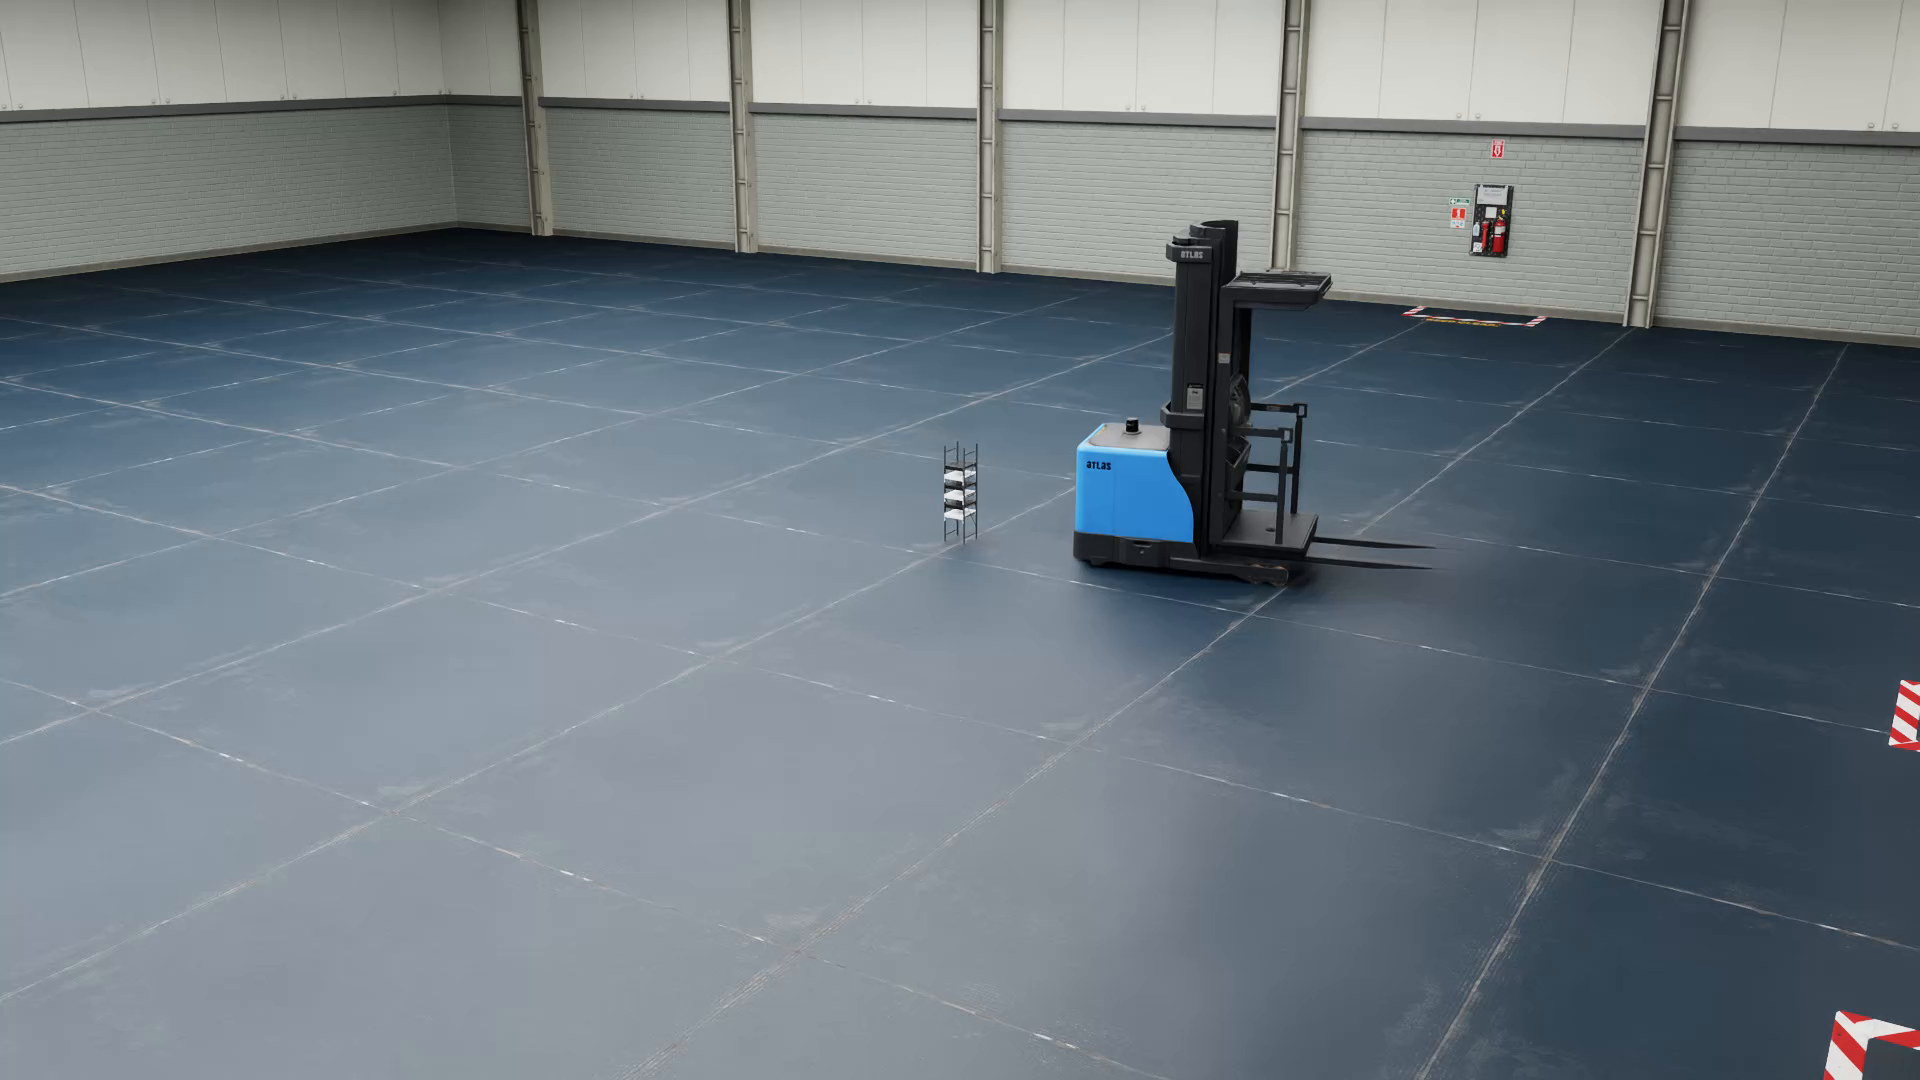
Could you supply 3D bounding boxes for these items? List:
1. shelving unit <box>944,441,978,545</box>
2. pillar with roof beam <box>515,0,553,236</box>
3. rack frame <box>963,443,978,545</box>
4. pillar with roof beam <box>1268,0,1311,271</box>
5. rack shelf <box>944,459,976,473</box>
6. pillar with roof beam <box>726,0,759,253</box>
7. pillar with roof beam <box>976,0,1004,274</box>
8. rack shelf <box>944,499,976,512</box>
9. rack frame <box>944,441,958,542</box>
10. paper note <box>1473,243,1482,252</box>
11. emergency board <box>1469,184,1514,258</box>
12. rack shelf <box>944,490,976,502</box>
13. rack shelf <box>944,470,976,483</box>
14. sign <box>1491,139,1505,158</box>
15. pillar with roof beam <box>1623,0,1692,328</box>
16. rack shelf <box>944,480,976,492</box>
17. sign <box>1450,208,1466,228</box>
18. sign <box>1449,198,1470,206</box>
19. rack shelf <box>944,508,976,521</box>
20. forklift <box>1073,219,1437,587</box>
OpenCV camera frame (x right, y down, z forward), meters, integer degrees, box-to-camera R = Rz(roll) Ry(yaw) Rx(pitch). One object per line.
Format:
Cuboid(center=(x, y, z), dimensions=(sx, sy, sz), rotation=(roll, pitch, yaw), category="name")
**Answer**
Cuboid(center=(0.007, -0.429, 15.115), dimensions=(0.210, 0.900, 0.258), rotation=(10, 20, 30), category="shelving unit")
Cuboid(center=(-11.910, -10.303, 33.685), dimensions=(0.400, 9.000, 9.100), rotation=(10, 20, 30), category="pillar with roof beam")
Cuboid(center=(0.094, -0.414, 15.064), dimensions=(0.006, 0.900, 0.240), rotation=(10, 20, 30), category="rack frame")
Cuboid(center=(3.428, -7.565, 24.672), dimensions=(0.400, 9.000, 9.100), rotation=(10, 20, 30), category="pillar with roof beam")
Cuboid(center=(0.007, -0.656, 15.046), dimensions=(0.200, 0.077, 0.258), rotation=(10, 20, 30), category="rack shelf")
Cuboid(center=(-6.797, -9.390, 30.681), dimensions=(0.400, 9.000, 9.100), rotation=(10, 20, 30), category="pillar with roof beam")
Cuboid(center=(-1.685, -8.478, 27.676), dimensions=(0.400, 9.000, 9.100), rotation=(10, 20, 30), category="pillar with roof beam")
Cuboid(center=(0.007, -0.311, 15.151), dimensions=(0.200, 0.077, 0.258), rotation=(10, 20, 30), category="rack shelf")
Cuboid(center=(-0.080, -0.445, 15.166), dimensions=(0.006, 0.900, 0.240), rotation=(10, 20, 30), category="rack frame")
Cuboid(center=(8.593, -4.856, 27.591), dimensions=(0.142, 0.148, 0.016), rotation=(10, 20, 30), category="paper note")
Cuboid(center=(8.708, -5.233, 27.318), dimensions=(0.643, 1.169, 0.194), rotation=(10, 20, 30), category="emergency board")
Cuboid(center=(0.007, -0.397, 15.125), dimensions=(0.200, 0.077, 0.258), rotation=(10, 20, 30), category="rack shelf")
Cuboid(center=(0.007, -0.570, 15.072), dimensions=(0.200, 0.077, 0.258), rotation=(10, 20, 30), category="rack shelf")
Cuboid(center=(8.753, -6.369, 27.066), dimensions=(0.199, 0.298, 0.001), rotation=(10, 20, 30), category="sign")
Cuboid(center=(8.541, -6.652, 21.667), dimensions=(0.400, 9.000, 9.100), rotation=(10, 20, 30), category="pillar with roof beam")
Cuboid(center=(0.007, -0.484, 15.099), dimensions=(0.200, 0.077, 0.258), rotation=(10, 20, 30), category="rack shelf")
Cuboid(center=(8.291, -5.360, 27.674), dimensions=(0.234, 0.329, 0.001), rotation=(10, 20, 30), category="sign")
Cuboid(center=(8.290, -5.611, 27.587), dimensions=(0.331, 0.109, 0.001), rotation=(10, 20, 30), category="sign")
Cuboid(center=(0.007, -0.225, 15.177), dimensions=(0.200, 0.077, 0.258), rotation=(10, 20, 30), category="rack shelf")
Cuboid(center=(2.565, -1.185, 14.108), dimensions=(3.031, 2.935, 1.130), rotation=(5, 18, 17), category="forklift")
